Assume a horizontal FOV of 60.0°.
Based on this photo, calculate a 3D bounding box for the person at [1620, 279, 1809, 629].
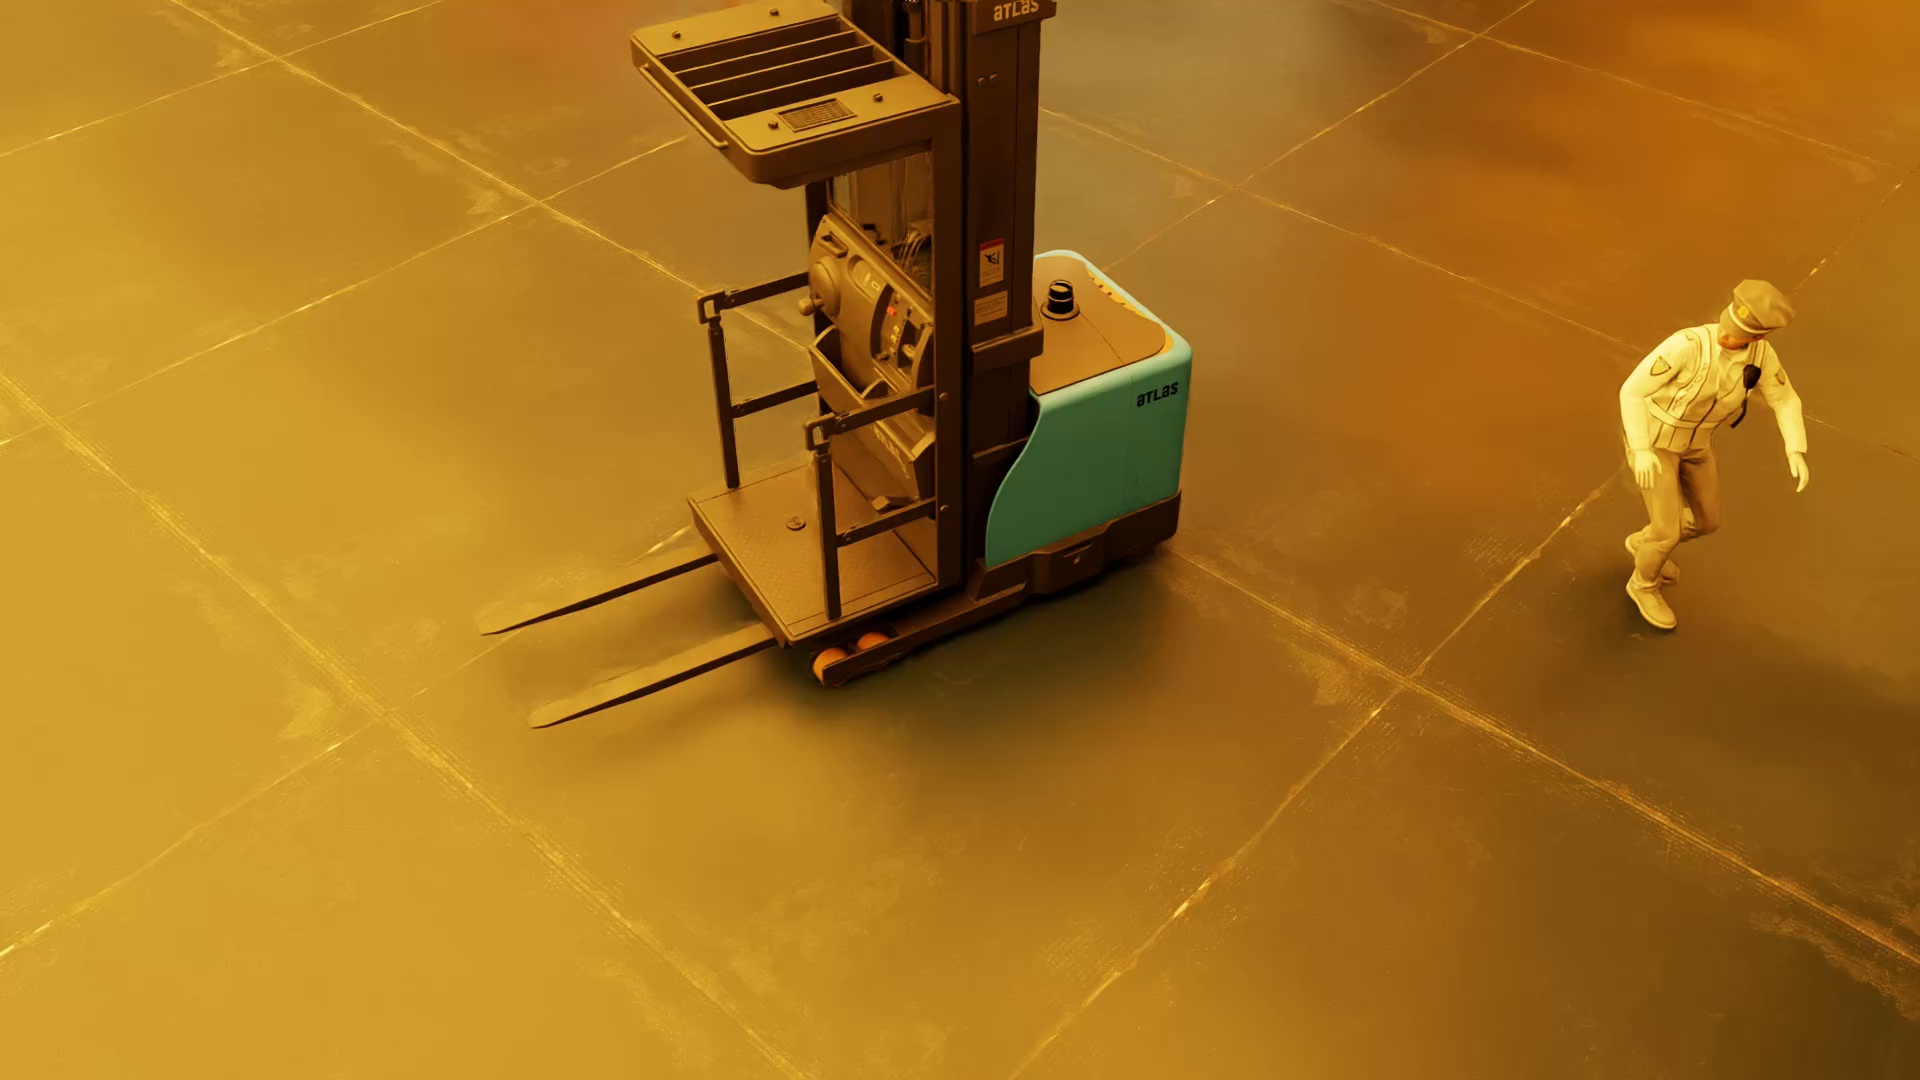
[{"bbox_3d":[3.057,-0.325,6.844,0.742,1.594,0.672,-13,42,-14],"label":"person"}]

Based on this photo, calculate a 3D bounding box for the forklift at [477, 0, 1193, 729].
[{"bbox_3d":[-0.536,-0.893,6.470,3.031,2.935,1.130,-21,45,-23],"label":"forklift"}]
